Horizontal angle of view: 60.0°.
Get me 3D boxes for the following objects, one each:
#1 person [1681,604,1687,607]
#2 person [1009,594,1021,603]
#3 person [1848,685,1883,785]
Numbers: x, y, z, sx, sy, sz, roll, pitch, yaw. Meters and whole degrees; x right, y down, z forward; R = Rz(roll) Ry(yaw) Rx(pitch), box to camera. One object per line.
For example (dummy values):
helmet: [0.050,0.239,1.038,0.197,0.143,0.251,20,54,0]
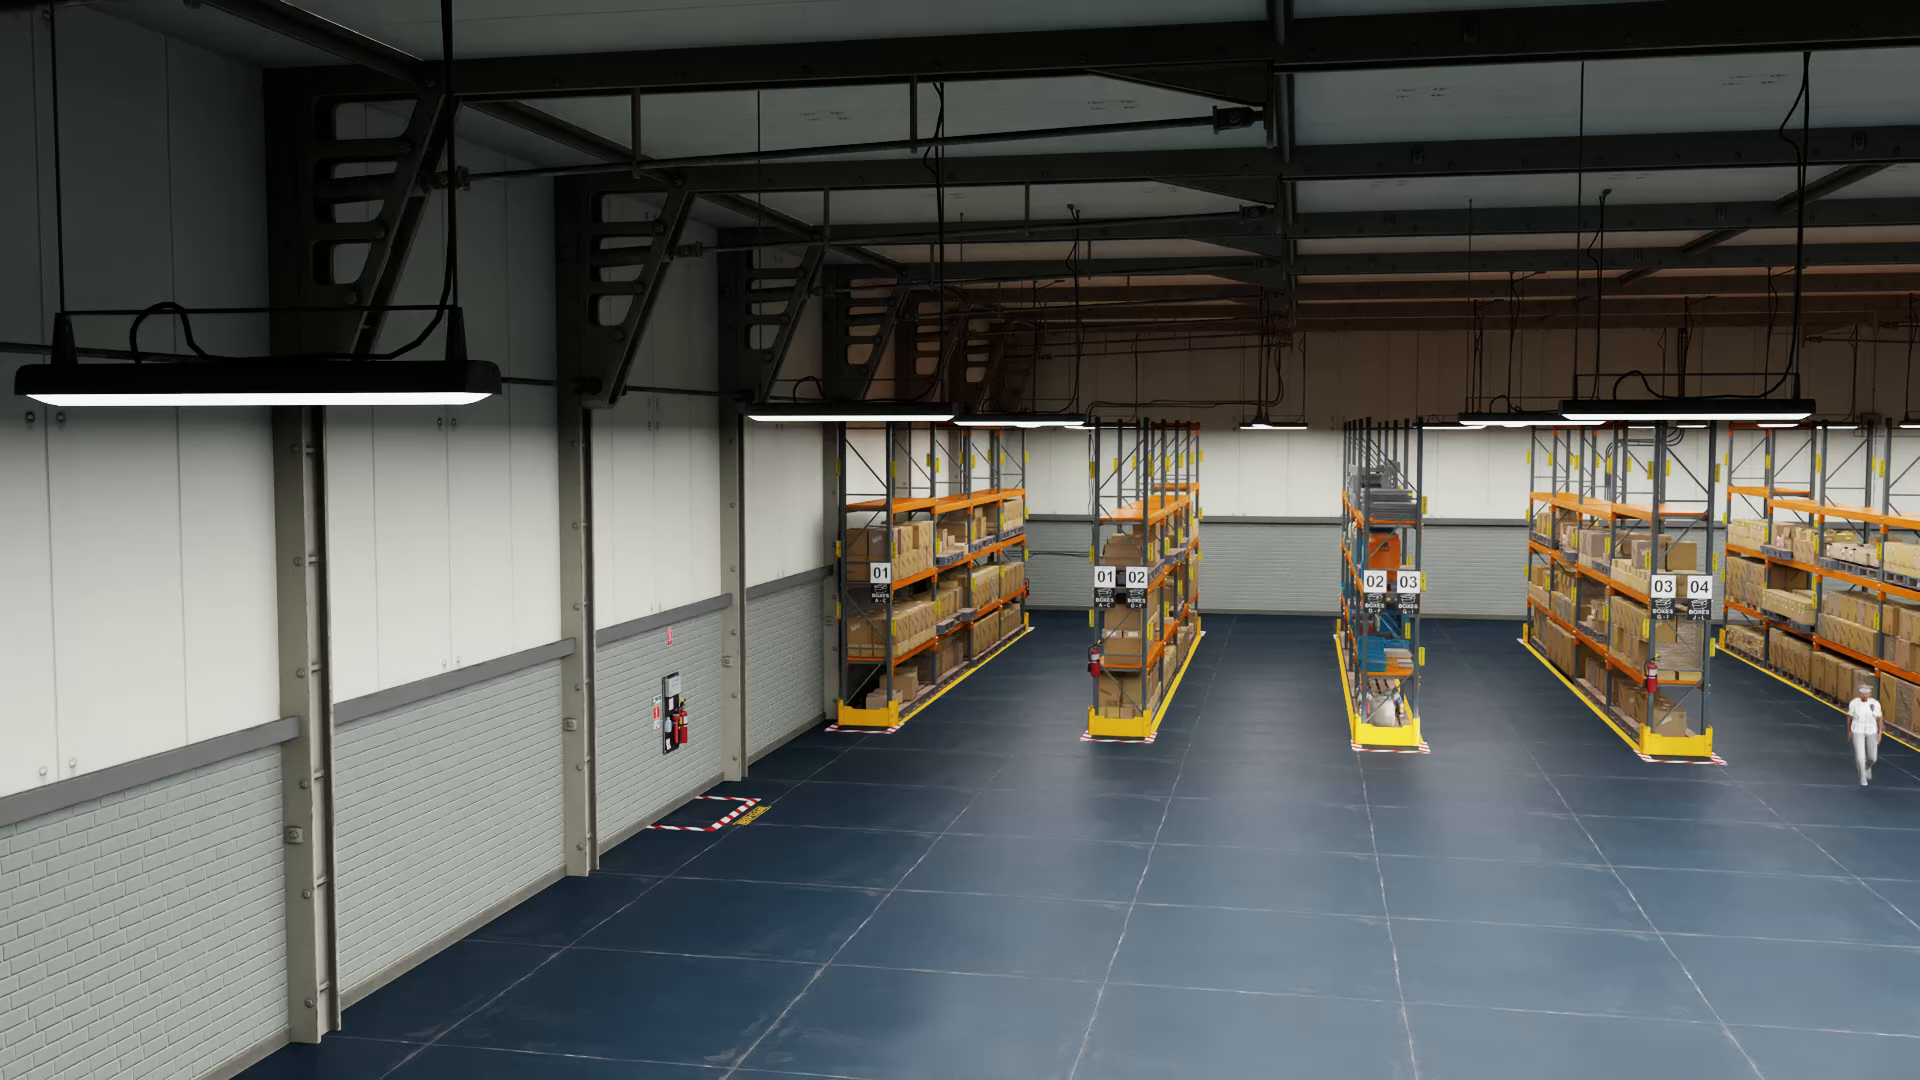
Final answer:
person: [19.289,1.966,44.614,0.889,1.685,0.589,-2,4,-26]
person: [1.668,1.651,49.194,0.625,1.814,0.639,2,4,24]
person: [14.750,3.145,27.113,0.507,1.654,0.594,2,4,25]
